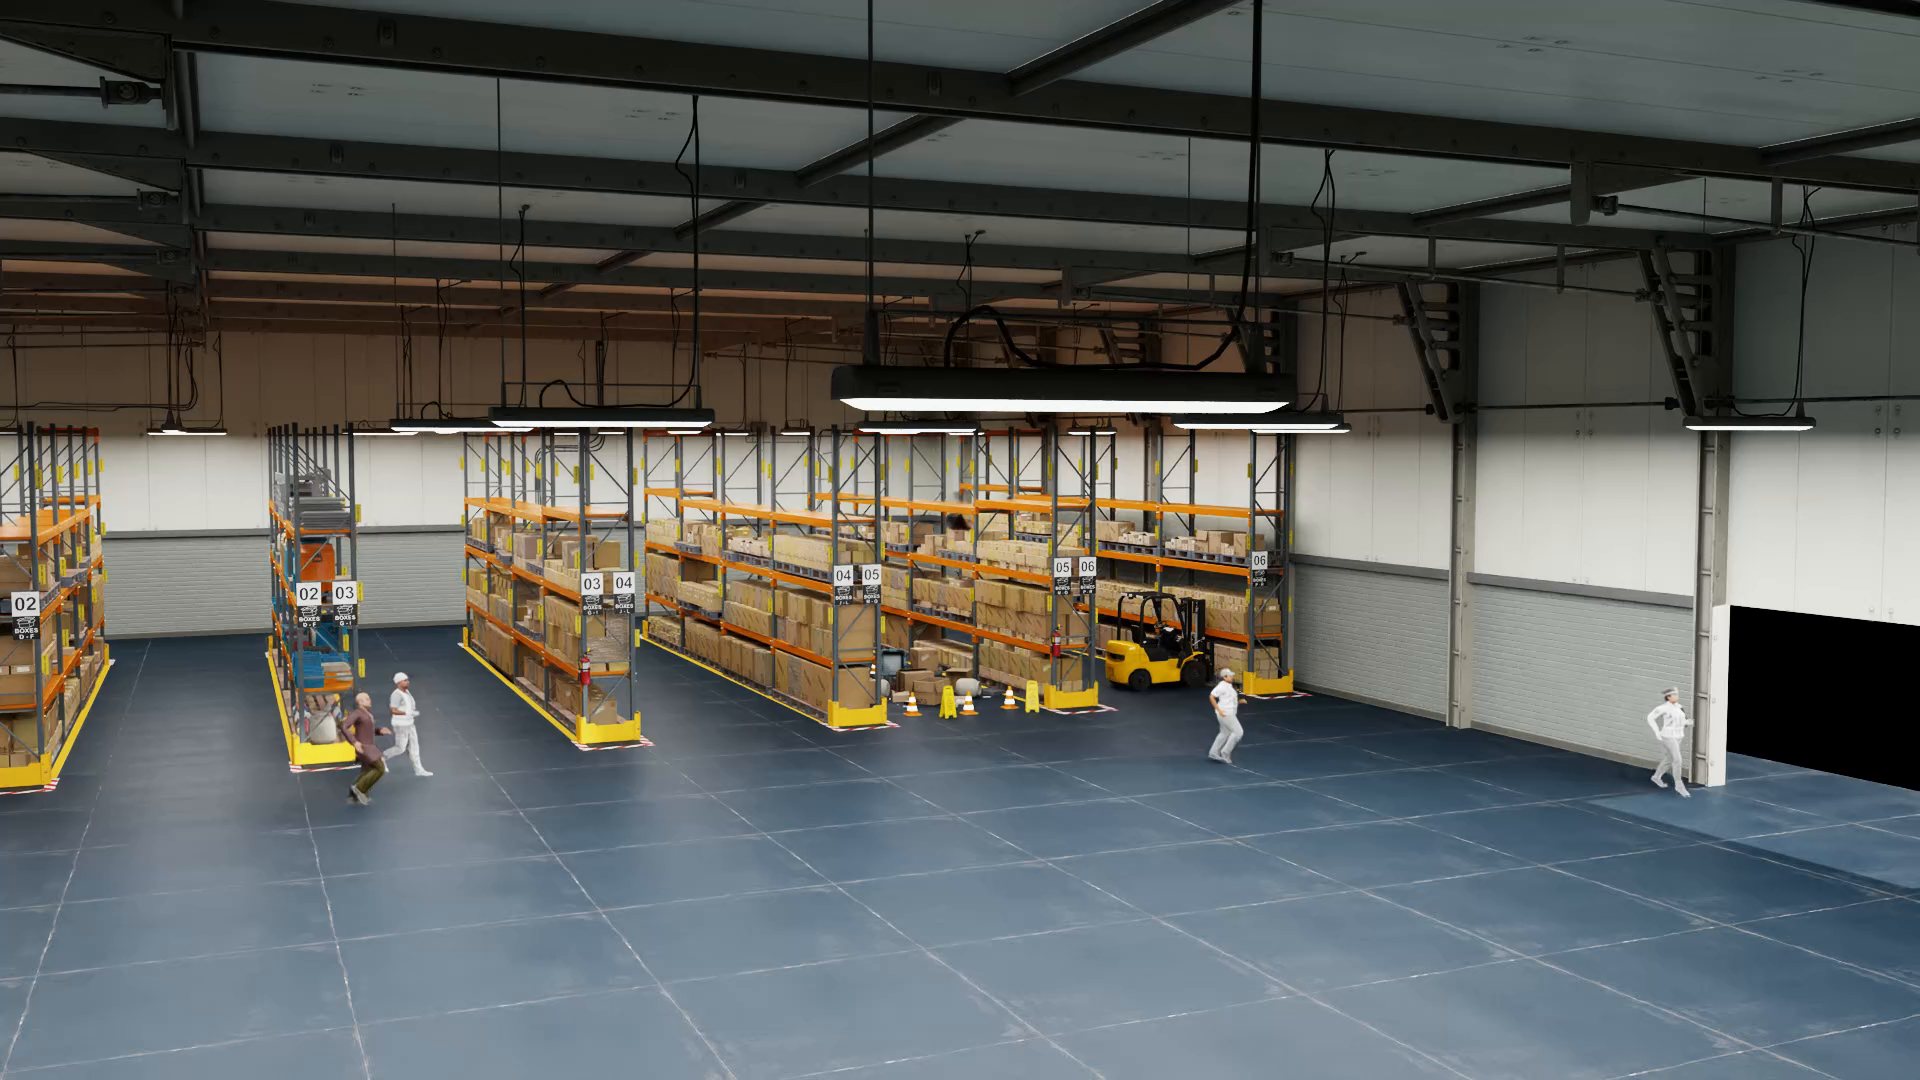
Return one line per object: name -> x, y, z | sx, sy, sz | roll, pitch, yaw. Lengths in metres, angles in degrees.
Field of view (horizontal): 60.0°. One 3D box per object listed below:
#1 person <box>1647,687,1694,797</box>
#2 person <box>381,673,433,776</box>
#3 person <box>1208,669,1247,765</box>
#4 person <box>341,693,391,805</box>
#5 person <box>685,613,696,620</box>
person -> 11.510, 3.219, 26.849 | 0.608, 1.721, 0.791 | -2, 4, -35
person -> -9.377, 3.109, 27.968 | 0.976, 1.768, 0.688 | 0, 3, 2
person -> 4.712, 3.108, 29.305 | 0.682, 1.679, 0.577 | 1, 4, 16
person -> -9.217, 3.251, 25.895 | 0.702, 1.741, 0.682 | 0, 3, -4
person -> -8.109, 1.878, 49.194 | 0.895, 1.662, 0.591 | 2, 4, 27
